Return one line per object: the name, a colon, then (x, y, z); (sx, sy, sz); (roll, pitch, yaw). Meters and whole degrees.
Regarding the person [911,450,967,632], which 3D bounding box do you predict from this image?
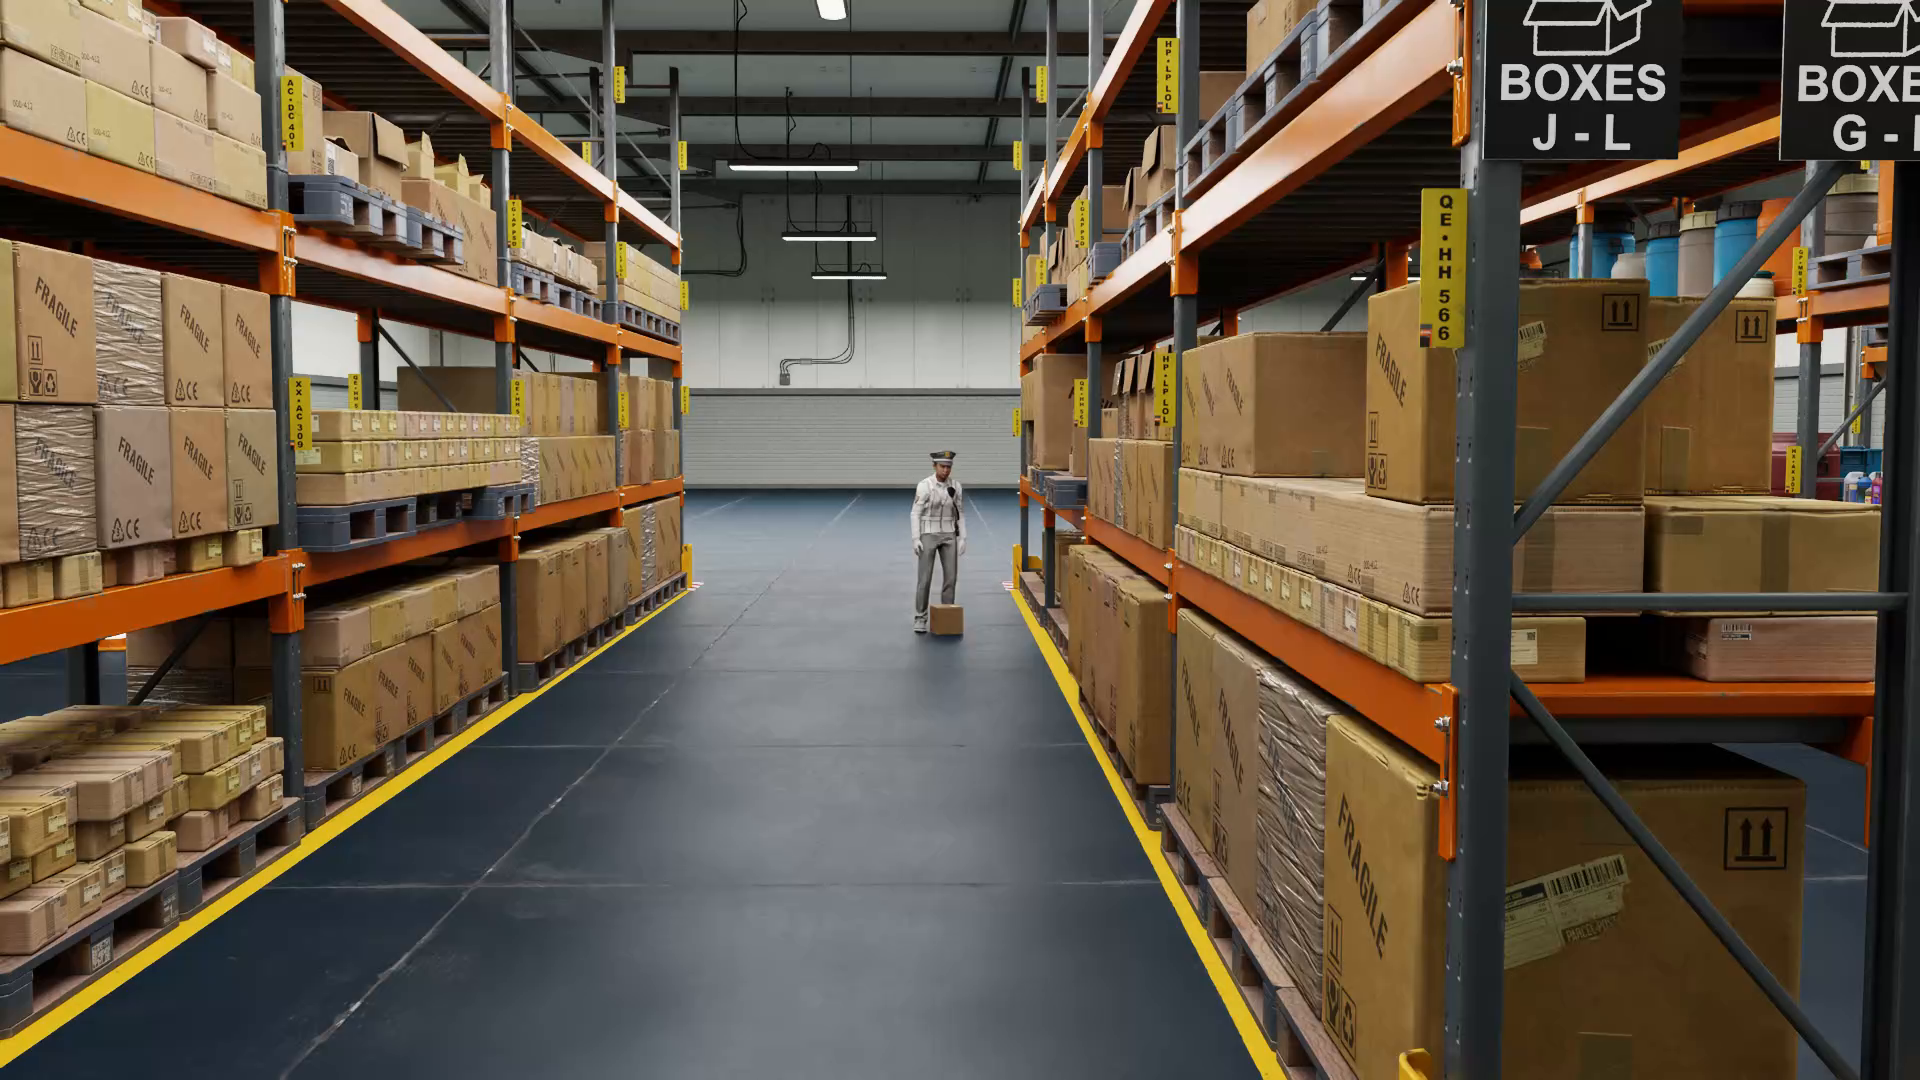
person: (-0.193, 0.004, 15.378); (0.543, 1.667, 0.370); (-1, 4, -18)
